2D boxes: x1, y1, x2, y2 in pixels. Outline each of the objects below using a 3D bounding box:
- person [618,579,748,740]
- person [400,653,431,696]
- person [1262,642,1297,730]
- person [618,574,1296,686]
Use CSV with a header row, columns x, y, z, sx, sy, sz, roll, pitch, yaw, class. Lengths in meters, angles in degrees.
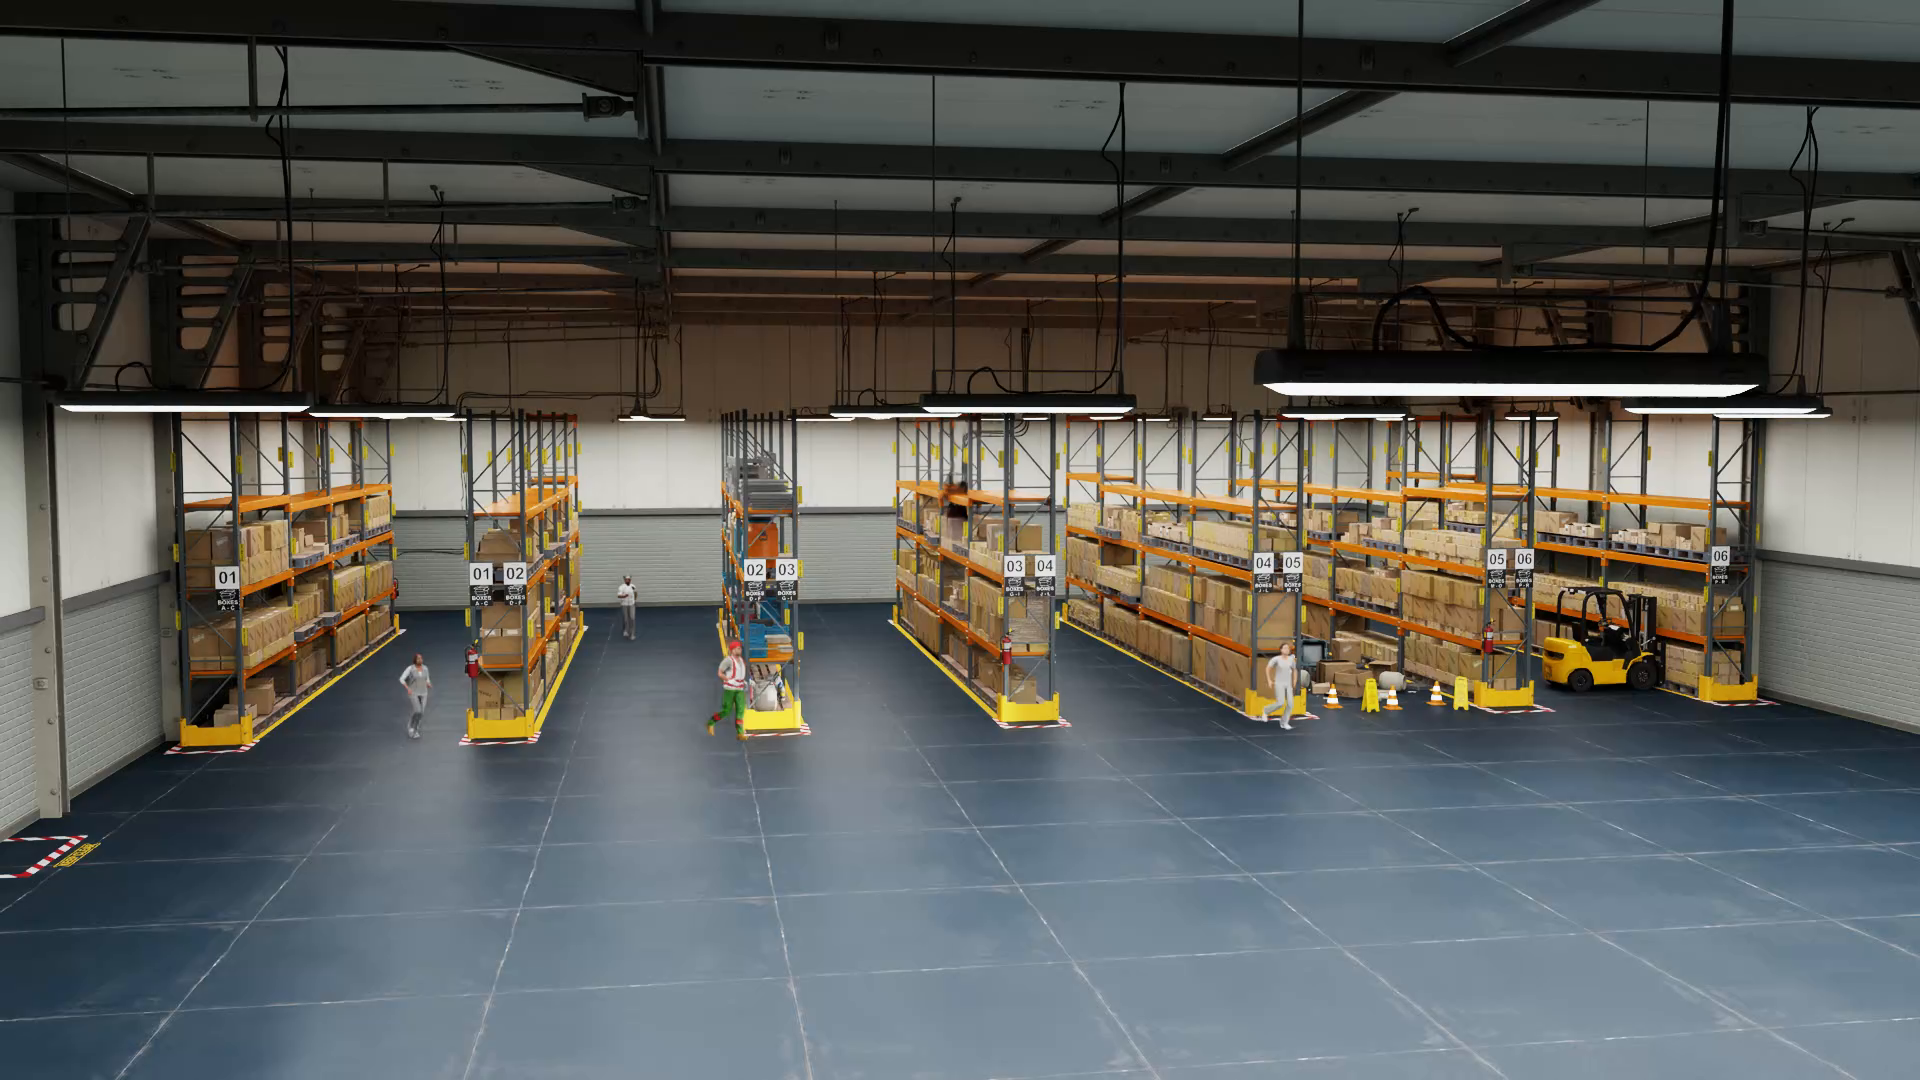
x,y,z,sx,sy,sz,roll,pitch,yaw,class
-6.418,2.234,37.267,13.075,1.745,9.192,3,5,37,person
-9.816,2.448,30.147,0.515,0.798,0.514,-4,6,-44,person
6.085,2.738,31.366,0.636,1.620,0.594,-2,4,-24,person
-1.399,2.217,37.955,10.322,1.739,17.796,-1,4,-19,person
